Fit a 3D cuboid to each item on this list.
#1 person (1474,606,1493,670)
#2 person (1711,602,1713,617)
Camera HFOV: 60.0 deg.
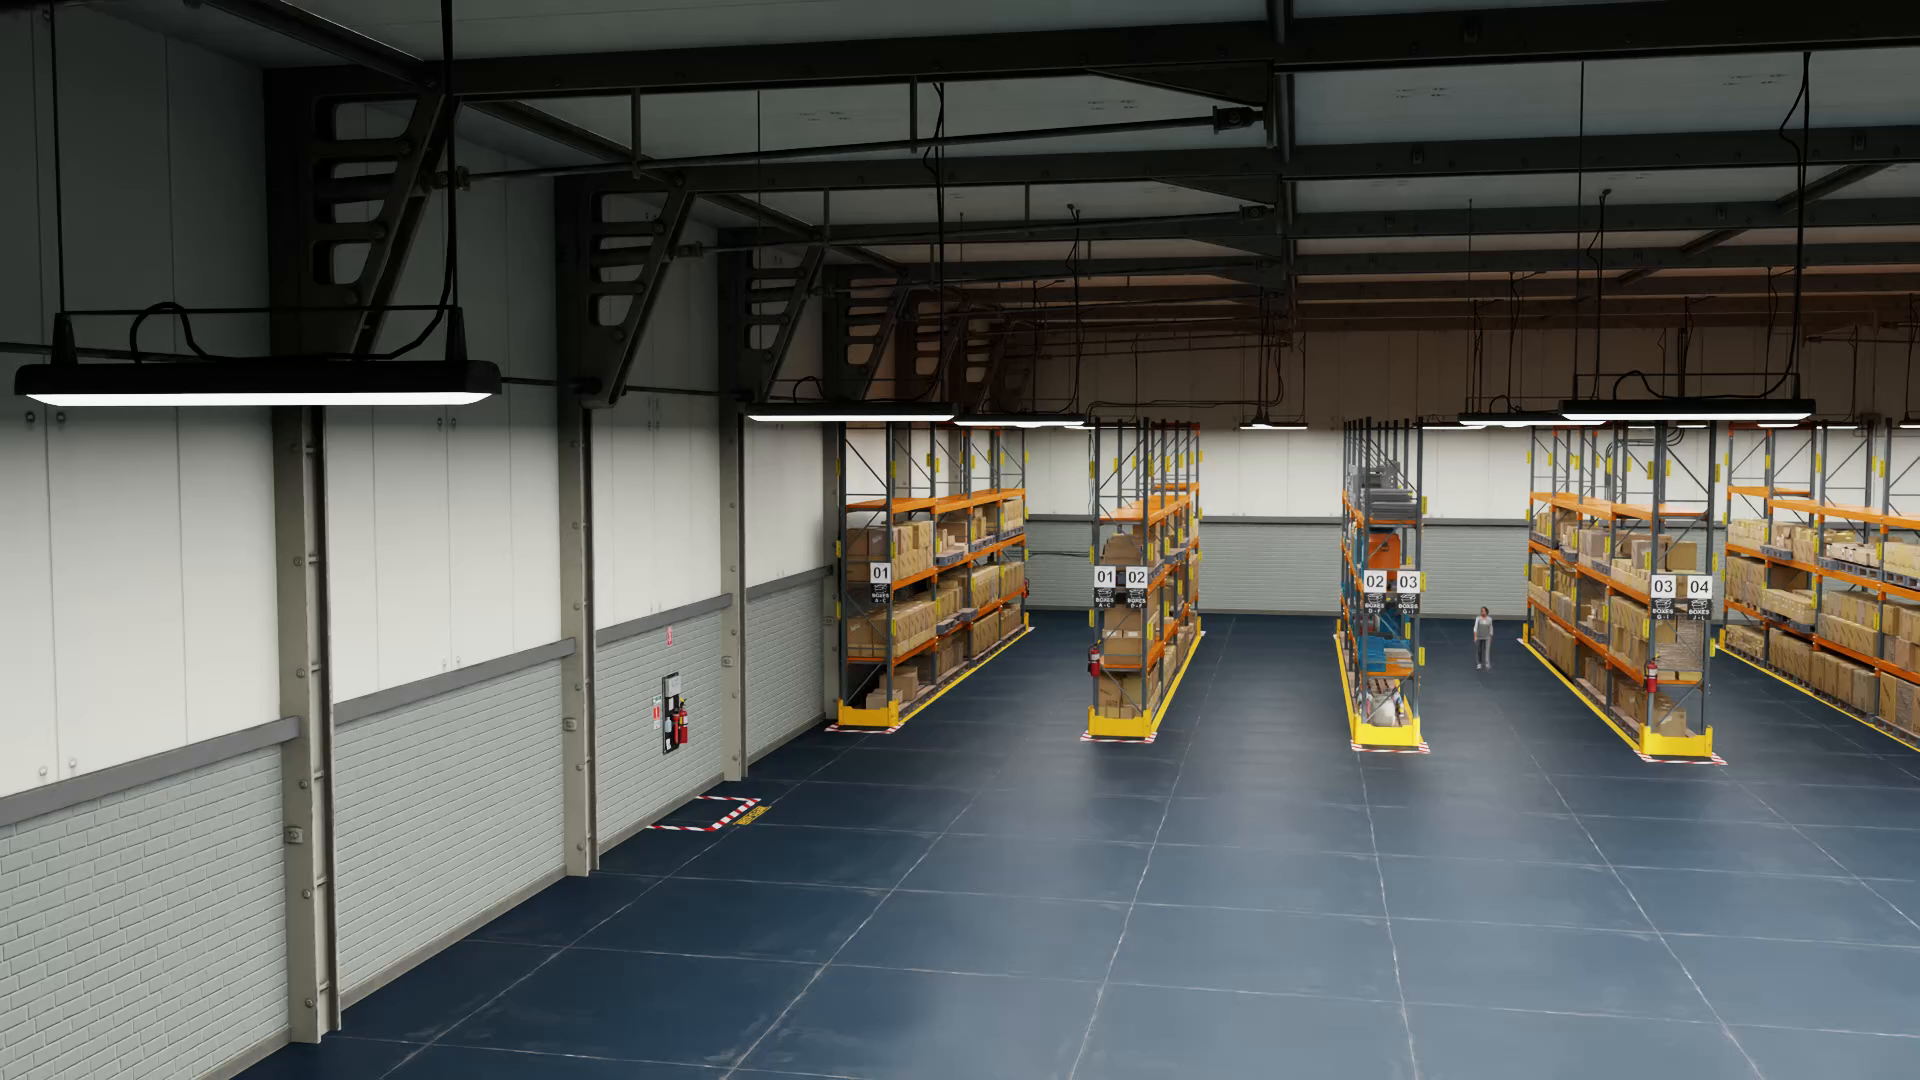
[{"bbox_3d":[12.510,2.358,39.748,0.448,1.538,1.011,1,4,19],"label":"person"},{"bbox_3d":[20.170,1.933,45.119,0.780,1.696,0.549,-2,4,-25],"label":"person"}]
